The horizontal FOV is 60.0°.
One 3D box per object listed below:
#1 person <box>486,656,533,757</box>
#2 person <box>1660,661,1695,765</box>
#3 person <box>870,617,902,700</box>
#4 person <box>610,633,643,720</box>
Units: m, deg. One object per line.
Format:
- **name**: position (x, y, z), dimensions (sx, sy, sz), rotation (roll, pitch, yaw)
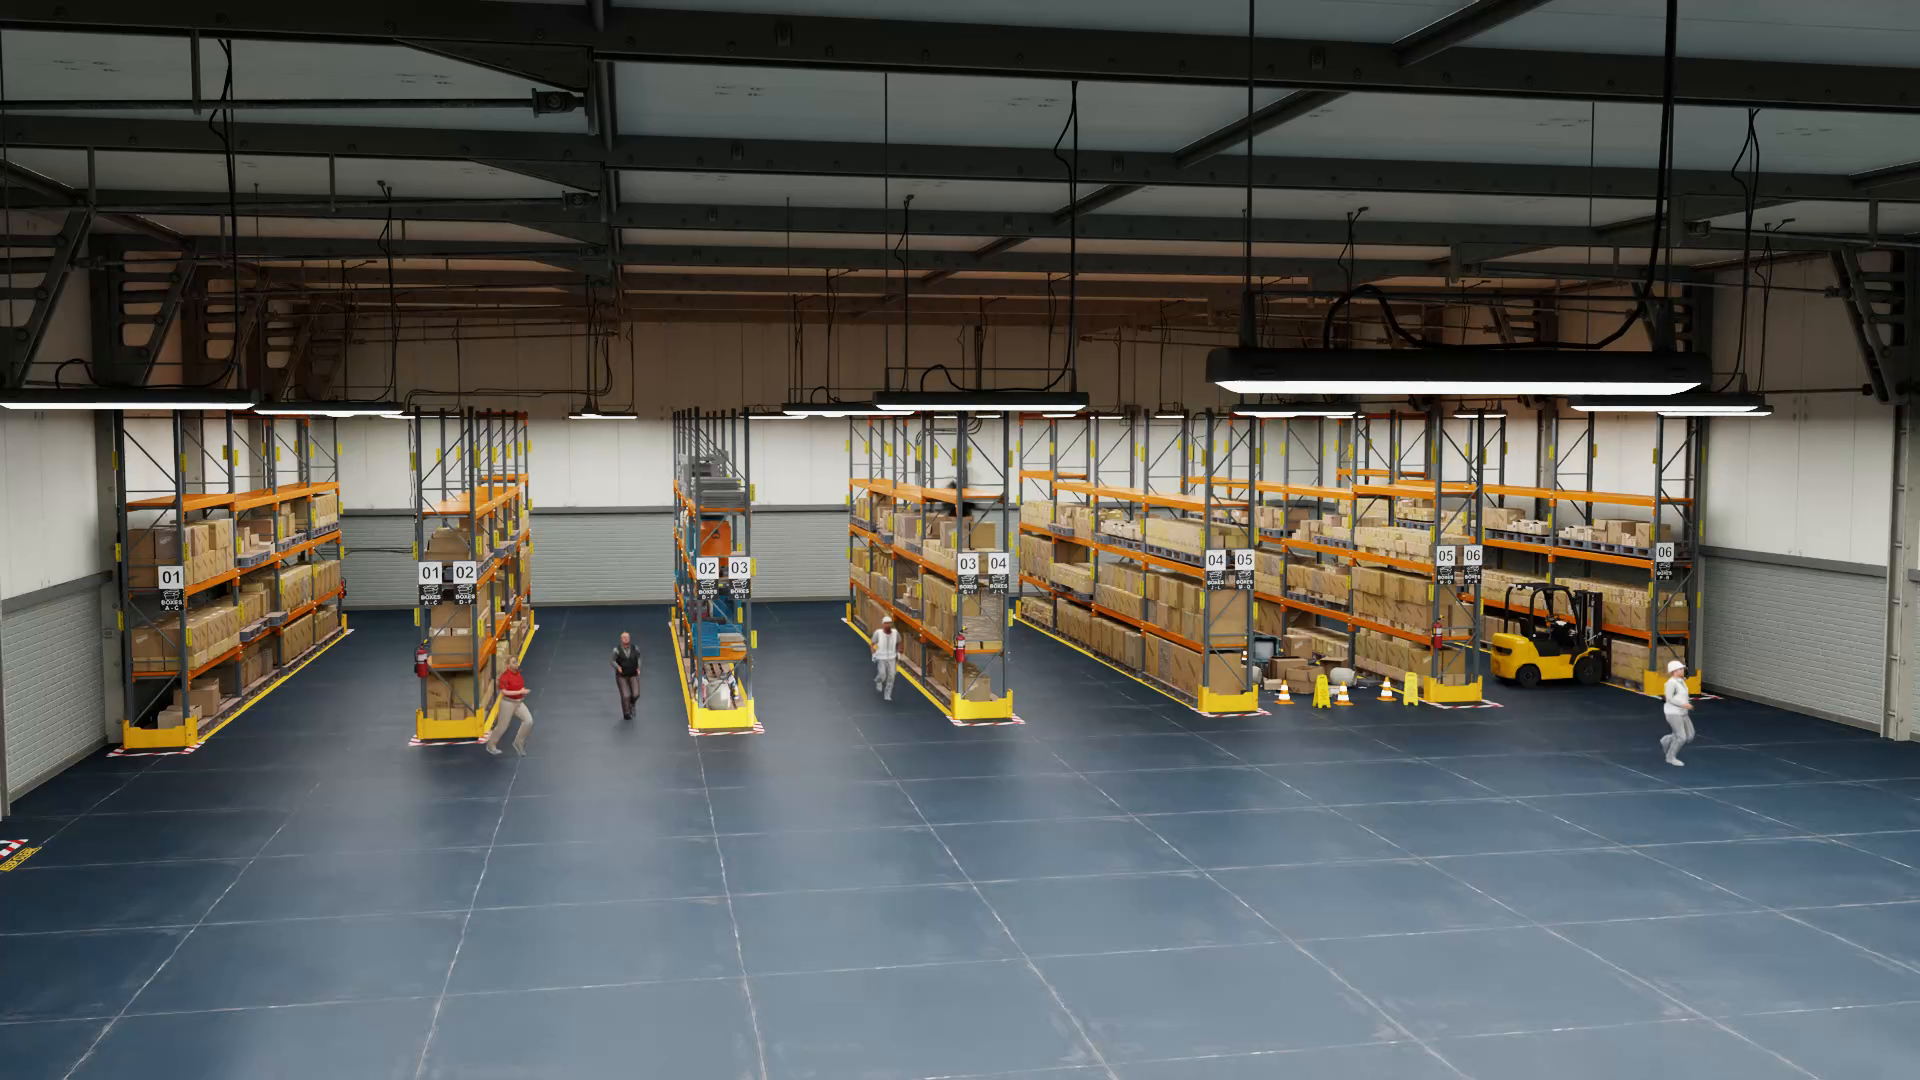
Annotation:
- **person**: position (-7.656, 2.856, 28.410), dimensions (0.900, 1.751, 0.674), rotation (2, 4, 24)
- **person**: position (11.995, 2.885, 27.761), dimensions (0.563, 1.736, 0.698), rotation (3, 5, 41)
- **person**: position (-1.517, 2.421, 34.217), dimensions (0.668, 1.728, 0.639), rotation (-1, 4, -15)
- **person**: position (-6.357, 2.613, 31.818), dimensions (0.635, 1.676, 0.564), rotation (-1, 4, -20)
